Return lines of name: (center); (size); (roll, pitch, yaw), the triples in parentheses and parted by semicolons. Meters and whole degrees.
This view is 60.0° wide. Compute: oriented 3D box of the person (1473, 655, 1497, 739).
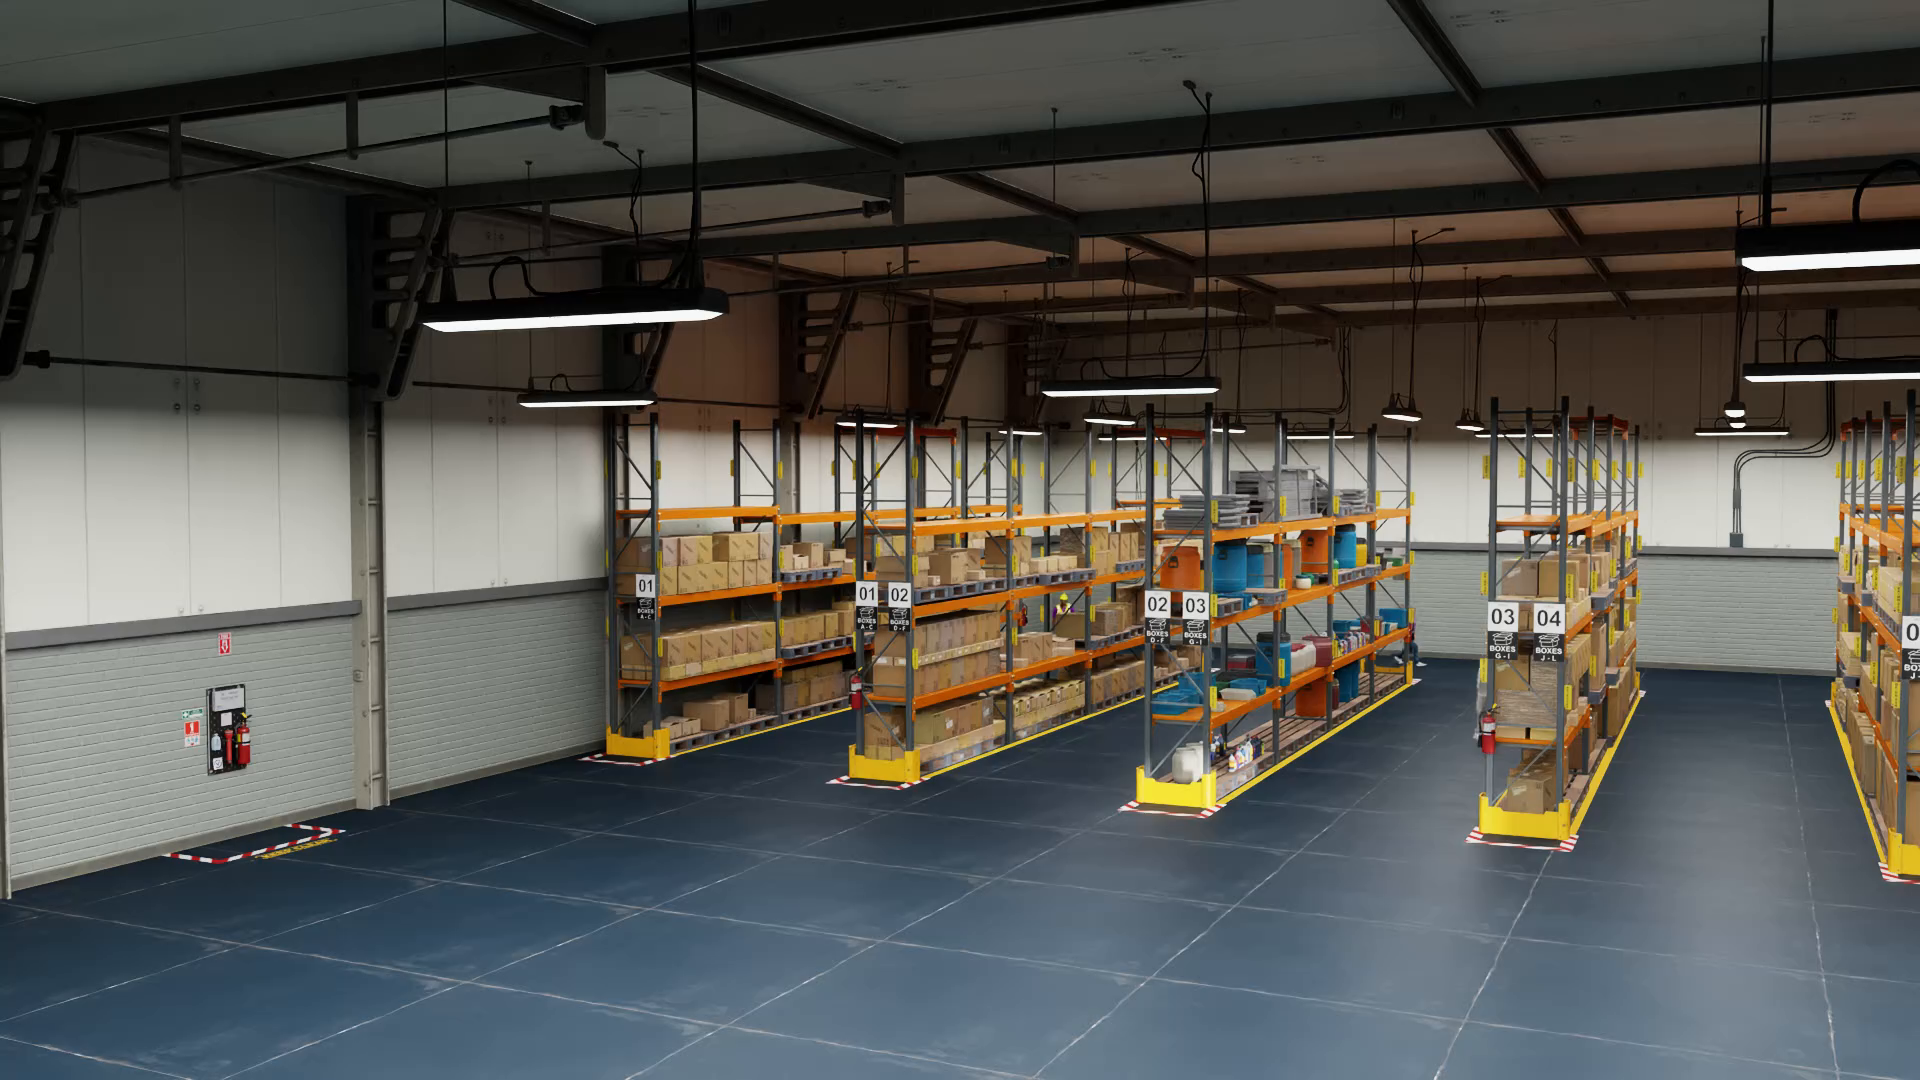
person: (9.764, 2.906, 30.839); (0.432, 1.552, 0.903); (2, 3, 36)

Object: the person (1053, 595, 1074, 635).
person: (2.727, 2.297, 43.630); (0.577, 1.709, 1.122); (0, 2, -2)

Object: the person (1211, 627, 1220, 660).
person: (6.625, 2.335, 43.759); (0.428, 1.605, 1.106); (0, 2, -8)

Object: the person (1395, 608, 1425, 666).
person: (11.494, 2.464, 42.535); (0.400, 1.470, 0.963); (-2, 3, -41)
